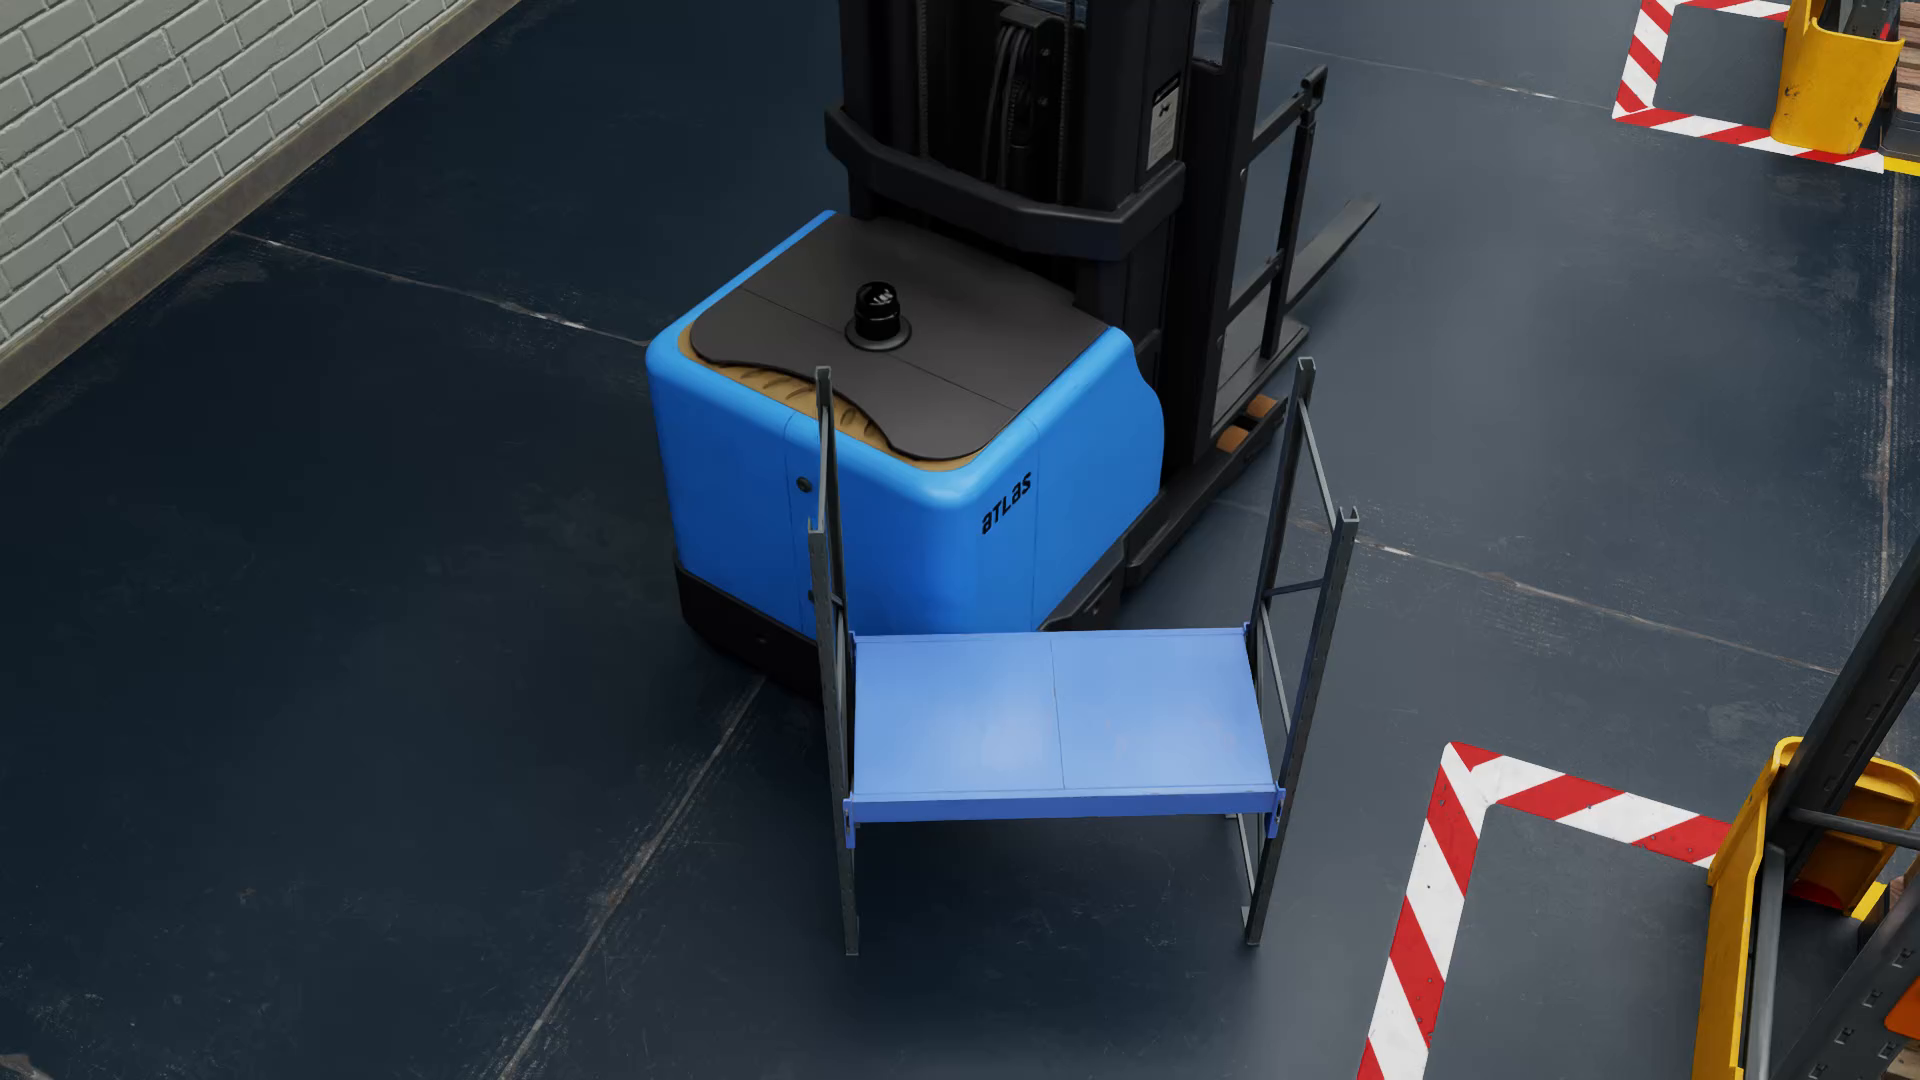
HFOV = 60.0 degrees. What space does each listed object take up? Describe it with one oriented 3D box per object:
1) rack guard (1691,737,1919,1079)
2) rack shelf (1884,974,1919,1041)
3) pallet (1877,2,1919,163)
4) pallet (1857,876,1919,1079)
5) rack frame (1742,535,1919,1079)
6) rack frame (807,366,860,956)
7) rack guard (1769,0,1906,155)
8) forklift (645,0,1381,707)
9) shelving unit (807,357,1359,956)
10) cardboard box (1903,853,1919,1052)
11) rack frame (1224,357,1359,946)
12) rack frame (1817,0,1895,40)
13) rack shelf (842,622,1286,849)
[{"bbox_3d":[1.934,1.070,3.820,0.348,0.500,1.175,16,47,16],"label":"rack guard"},{"bbox_3d":[3.710,0.962,2.667,4.000,0.370,1.077,16,47,16],"label":"rack shelf"},{"bbox_3d":[4.521,-1.822,6.932,1.213,0.211,1.003,16,47,16],"label":"pallet"},{"bbox_3d":[2.671,1.389,3.705,1.213,0.211,1.003,16,47,16],"label":"pallet"},{"bbox_3d":[1.864,0.163,2.959,0.127,3.000,1.000,16,47,16],"label":"rack frame"},{"bbox_3d":[-0.280,0.342,3.843,0.032,1.500,0.500,-1,45,-1],"label":"rack frame"},{"bbox_3d":[3.748,-2.172,7.078,0.348,0.500,1.175,16,47,16],"label":"rack guard"},{"bbox_3d":[0.434,-1.427,4.606,1.130,2.935,3.031,26,51,24],"label":"forklift"},{"bbox_3d":[0.229,0.331,3.854,1.048,1.500,0.538,-1,45,-1],"label":"shelving unit"},{"bbox_3d":[2.461,0.881,3.698,0.500,0.500,0.500,16,47,16],"label":"cardboard box"},{"bbox_3d":[0.737,0.321,3.864,0.032,1.500,0.500,-1,45,-1],"label":"rack frame"},{"bbox_3d":[3.775,-3.060,6.199,0.127,3.000,1.000,16,47,16],"label":"rack frame"},{"bbox_3d":[0.229,0.459,3.980,1.000,0.185,0.538,-1,45,-1],"label":"rack shelf"}]
